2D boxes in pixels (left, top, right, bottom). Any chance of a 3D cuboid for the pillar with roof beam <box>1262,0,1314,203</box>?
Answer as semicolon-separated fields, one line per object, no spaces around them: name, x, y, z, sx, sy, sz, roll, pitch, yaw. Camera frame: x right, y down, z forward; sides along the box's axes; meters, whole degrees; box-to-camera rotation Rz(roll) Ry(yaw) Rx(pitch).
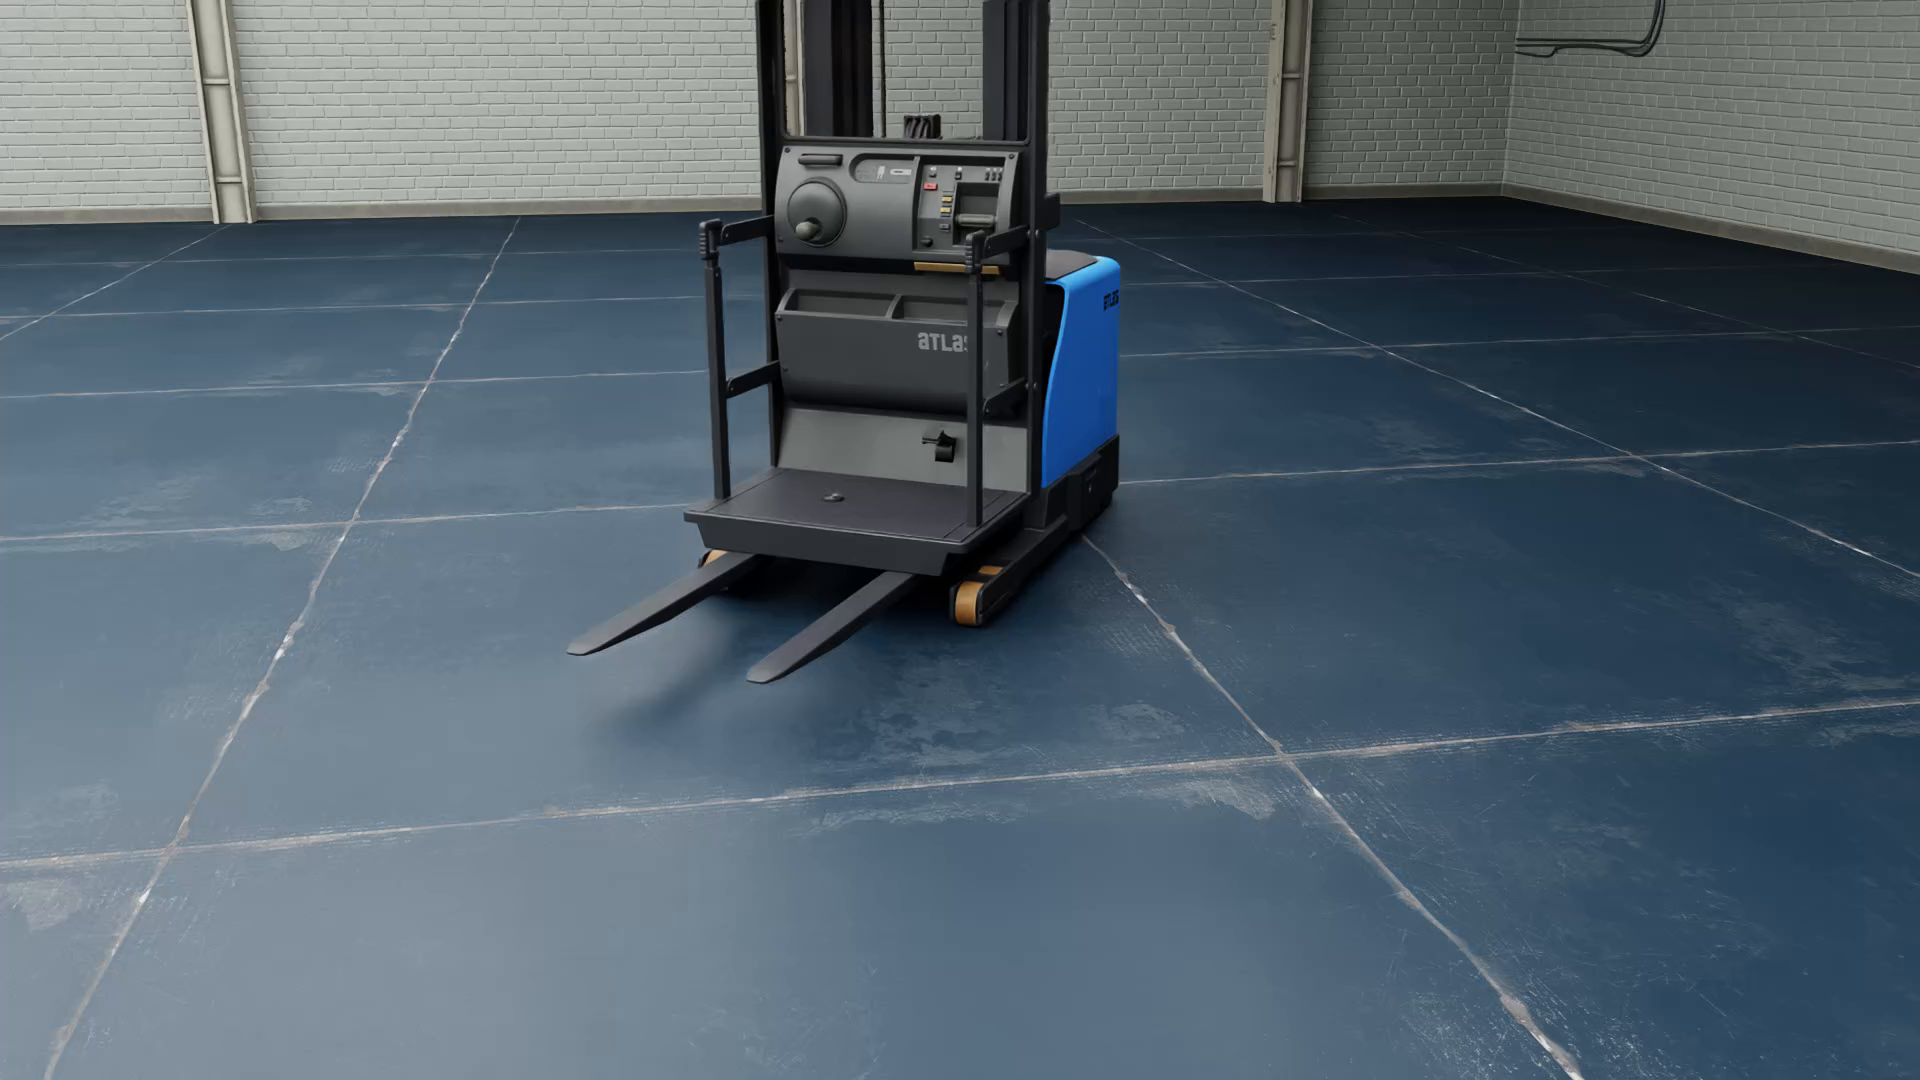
pillar with roof beam;4.733;-7.188;14.889;0.400;9.000;9.100;-3;17;-10

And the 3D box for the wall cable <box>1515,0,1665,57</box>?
wall cable;7.059;-6.728;18.679;0.112;2.526;3.097;-3;17;-10

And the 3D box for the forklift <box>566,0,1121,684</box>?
forklift;-0.313;-1.232;5.830;1.130;2.935;3.031;7;18;20

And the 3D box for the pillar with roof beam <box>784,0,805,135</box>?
pillar with roof beam;-1.158;-6.854;13.801;0.400;9.000;9.100;-3;17;-10

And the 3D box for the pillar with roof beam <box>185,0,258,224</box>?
pillar with roof beam;-7.049;-6.520;12.713;0.400;9.000;9.100;-3;17;-10
